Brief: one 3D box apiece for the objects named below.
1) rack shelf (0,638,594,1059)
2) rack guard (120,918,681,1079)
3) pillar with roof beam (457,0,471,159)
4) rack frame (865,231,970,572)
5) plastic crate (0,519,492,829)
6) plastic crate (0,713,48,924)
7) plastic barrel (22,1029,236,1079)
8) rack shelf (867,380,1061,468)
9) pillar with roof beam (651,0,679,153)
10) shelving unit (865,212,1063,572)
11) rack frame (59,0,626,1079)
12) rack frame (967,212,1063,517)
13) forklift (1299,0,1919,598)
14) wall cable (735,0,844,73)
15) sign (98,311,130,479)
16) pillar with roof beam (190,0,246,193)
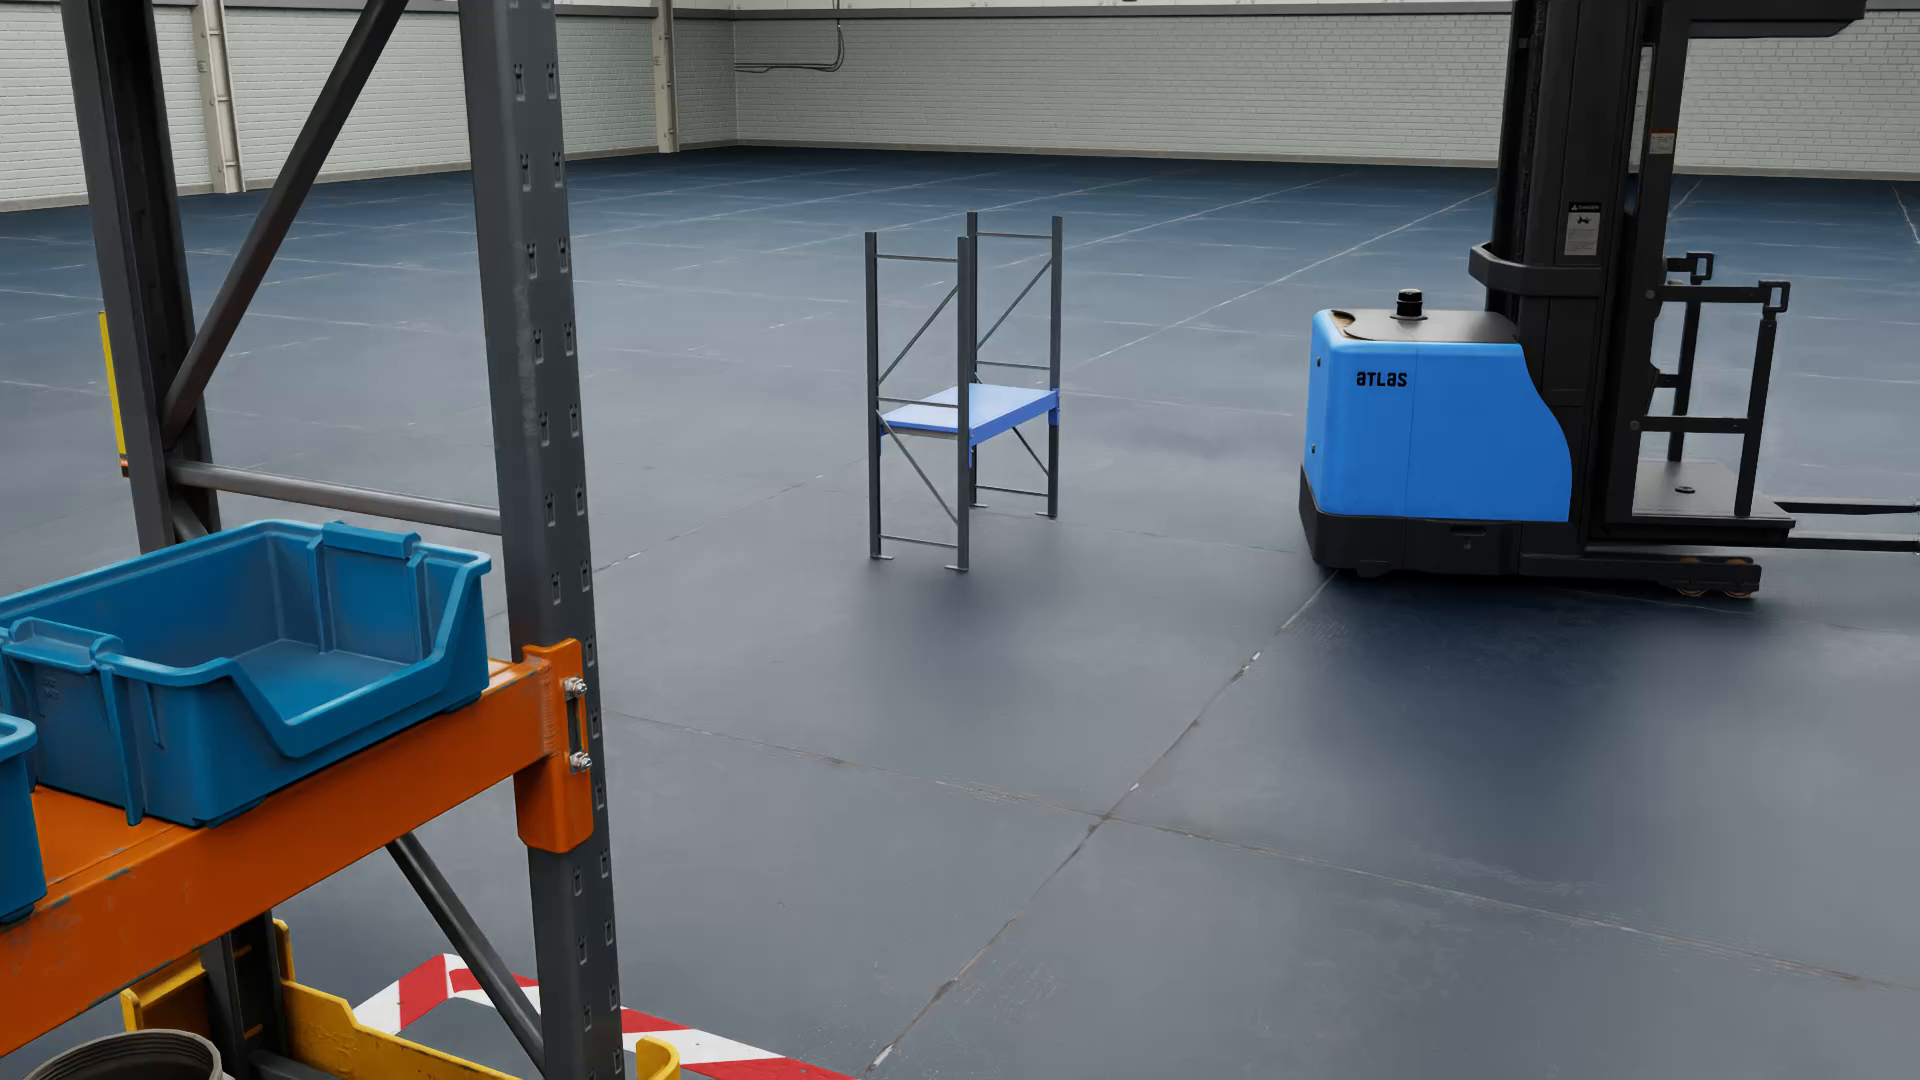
[{"bbox_3d":[-1.996,0.786,1.374,1.077,0.370,4.000,8,18,25],"label":"rack shelf"},{"bbox_3d":[-1.094,1.155,3.258,1.175,0.500,0.348,8,18,25],"label":"rack guard"},{"bbox_3d":[-5.383,-10.969,29.149,9.100,9.000,0.400,8,18,25],"label":"pillar with roof beam"},{"bbox_3d":[-0.189,-0.611,7.448,0.500,1.500,0.032,8,18,25],"label":"rack frame"},{"bbox_3d":[-1.058,0.168,2.451,0.499,0.251,0.616,8,18,25],"label":"plastic crate"},{"bbox_3d":[-1.353,0.333,1.896,0.499,0.251,0.408,8,18,25],"label":"plastic crate"},{"bbox_3d":[-1.328,1.100,2.684,0.421,0.512,0.421,0,17,0],"label":"plastic barrel"},{"bbox_3d":[0.038,-0.568,7.935,0.538,0.185,1.000,8,18,25],"label":"rack shelf"},{"bbox_3d":[-2.702,-12.497,34.295,9.100,9.000,0.400,8,18,25],"label":"pillar with roof beam"},{"bbox_3d":[0.038,-0.741,7.884,0.538,1.500,1.048,8,18,25],"label":"shelving unit"},{"bbox_3d":[-1.105,-0.069,2.988,0.949,2.616,0.053,8,18,25],"label":"rack frame"},{"bbox_3d":[0.265,-0.870,8.320,0.500,1.500,0.032,8,18,25],"label":"rack frame"},{"bbox_3d":[3.139,-1.314,7.300,3.031,2.935,1.130,2,17,6],"label":"forklift"},{"bbox_3d":[-4.054,-12.138,38.541,3.097,2.526,0.112,8,18,25],"label":"wall cable"},{"bbox_3d":[-1.592,-0.272,3.187,0.100,0.325,0.005,8,18,25],"label":"sign"},{"bbox_3d":[-8.064,-9.440,24.004,9.100,9.000,0.400,8,18,25],"label":"pillar with roof beam"}]
